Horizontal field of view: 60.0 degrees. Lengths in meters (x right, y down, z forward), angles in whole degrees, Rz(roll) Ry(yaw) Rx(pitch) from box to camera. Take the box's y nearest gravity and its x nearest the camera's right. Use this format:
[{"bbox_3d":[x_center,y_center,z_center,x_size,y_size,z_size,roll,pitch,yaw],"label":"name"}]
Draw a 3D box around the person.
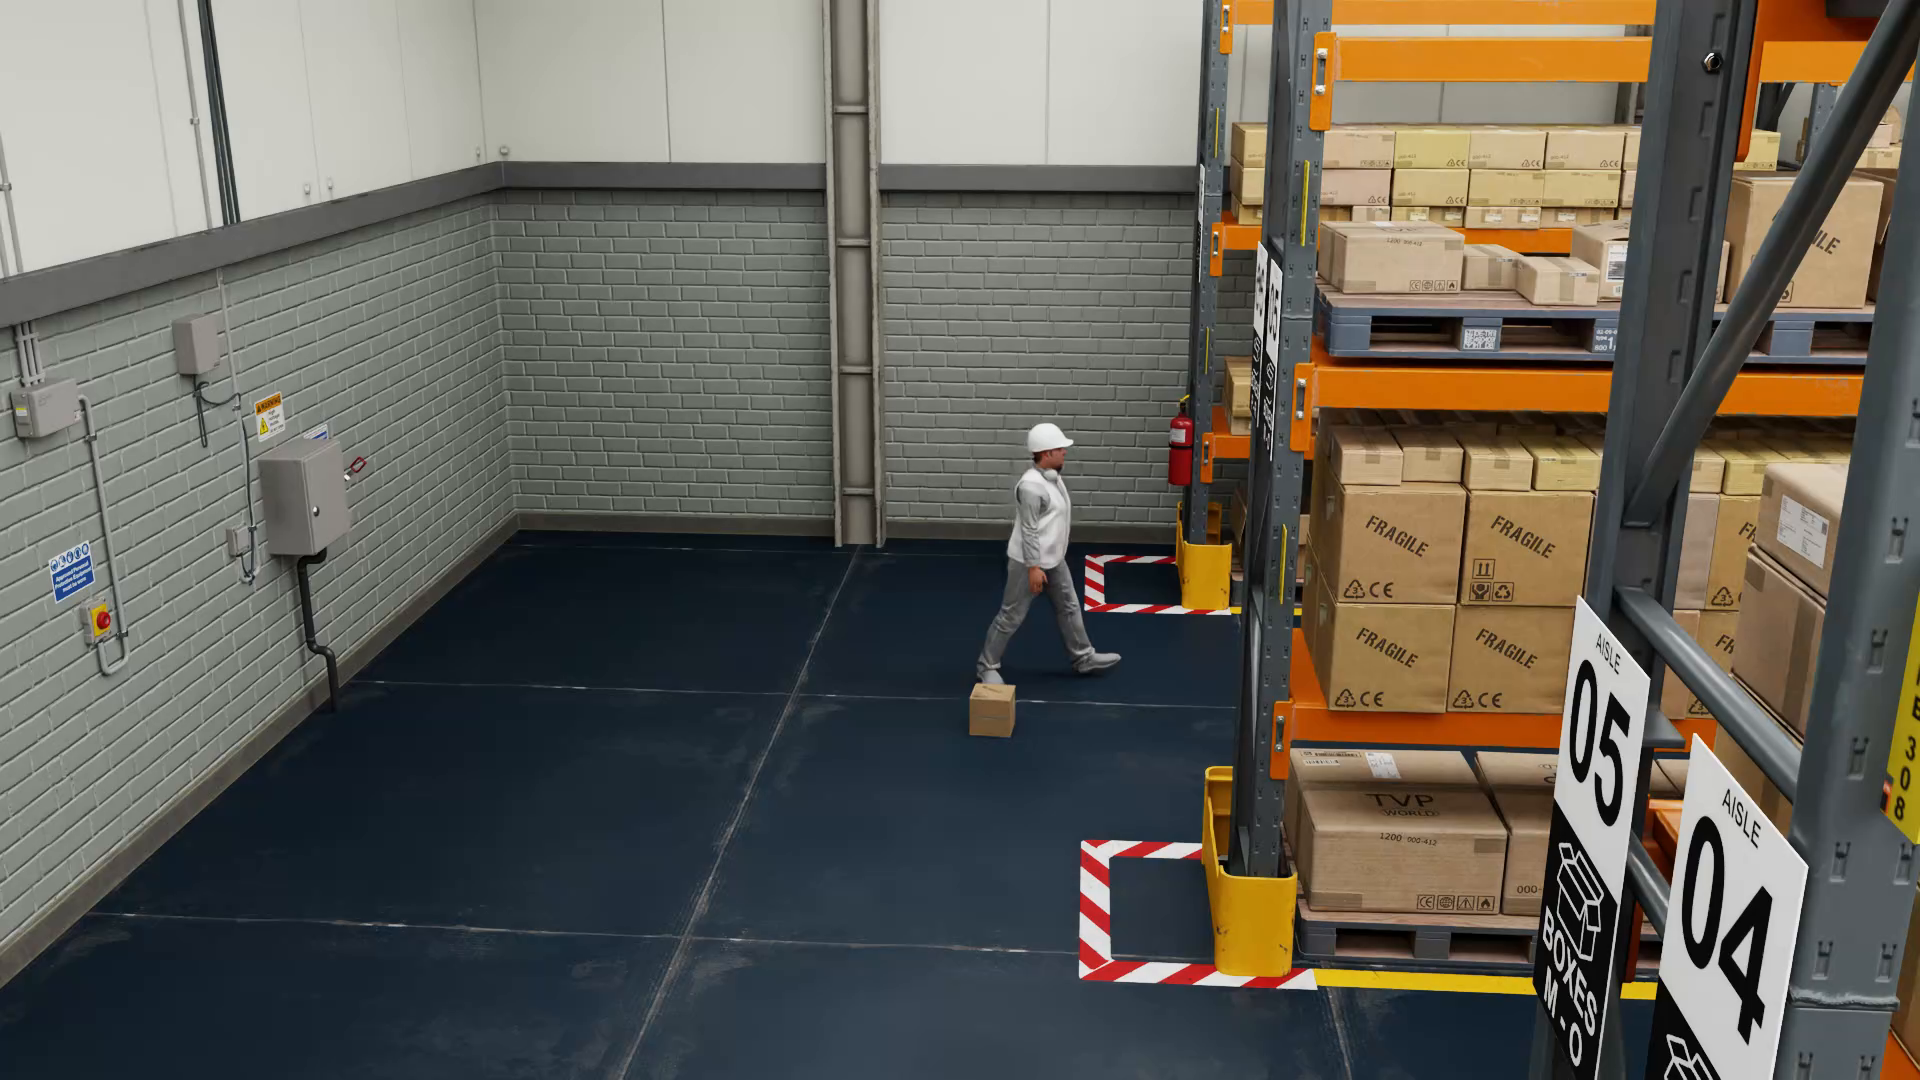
[{"bbox_3d":[0.562,0.091,10.688,0.864,1.733,0.654,7,19,21],"label":"person"}]
